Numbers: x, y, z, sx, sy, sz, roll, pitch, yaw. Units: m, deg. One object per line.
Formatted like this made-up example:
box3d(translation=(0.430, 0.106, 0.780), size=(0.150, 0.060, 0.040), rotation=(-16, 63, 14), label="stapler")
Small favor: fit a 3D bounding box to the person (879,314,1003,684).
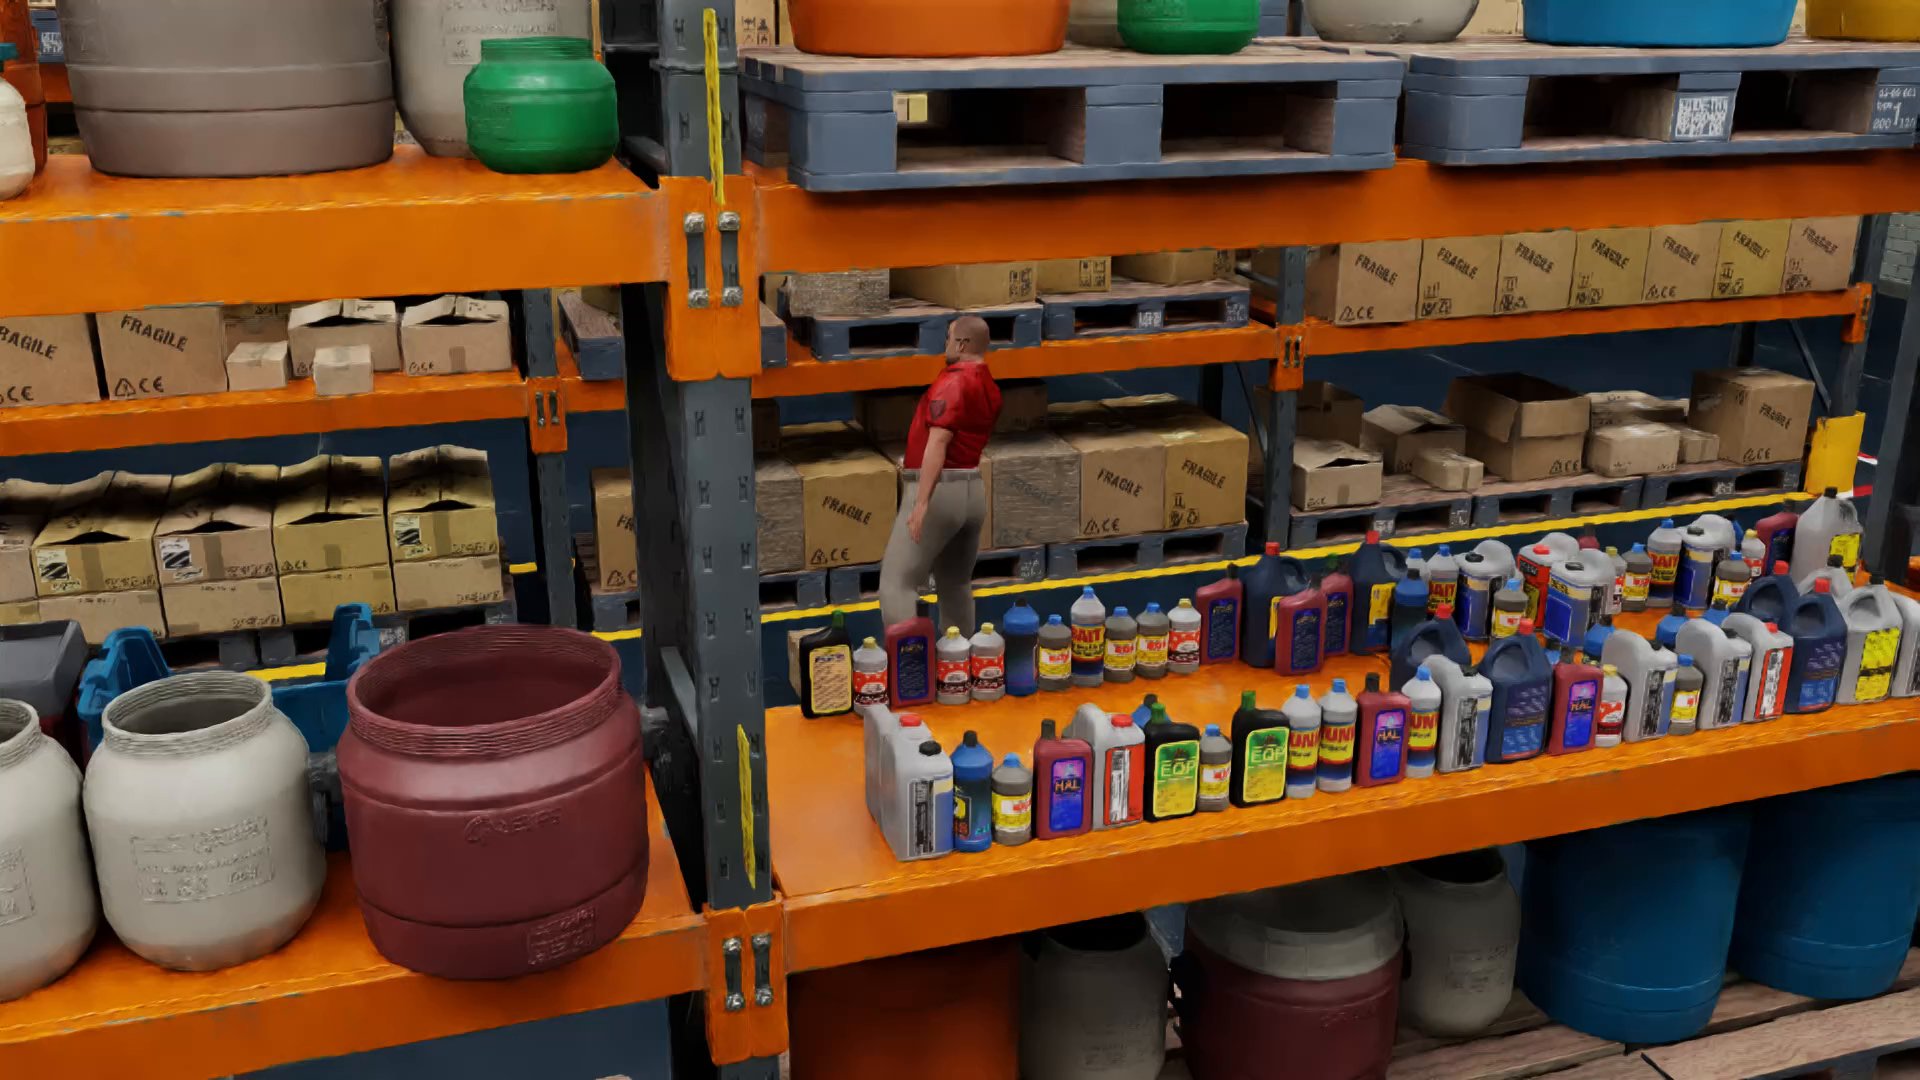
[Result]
box3d(translation=(-0.143, -0.120, 7.413), size=(0.429, 1.719, 0.827), rotation=(14, 24, 35), label="person")
